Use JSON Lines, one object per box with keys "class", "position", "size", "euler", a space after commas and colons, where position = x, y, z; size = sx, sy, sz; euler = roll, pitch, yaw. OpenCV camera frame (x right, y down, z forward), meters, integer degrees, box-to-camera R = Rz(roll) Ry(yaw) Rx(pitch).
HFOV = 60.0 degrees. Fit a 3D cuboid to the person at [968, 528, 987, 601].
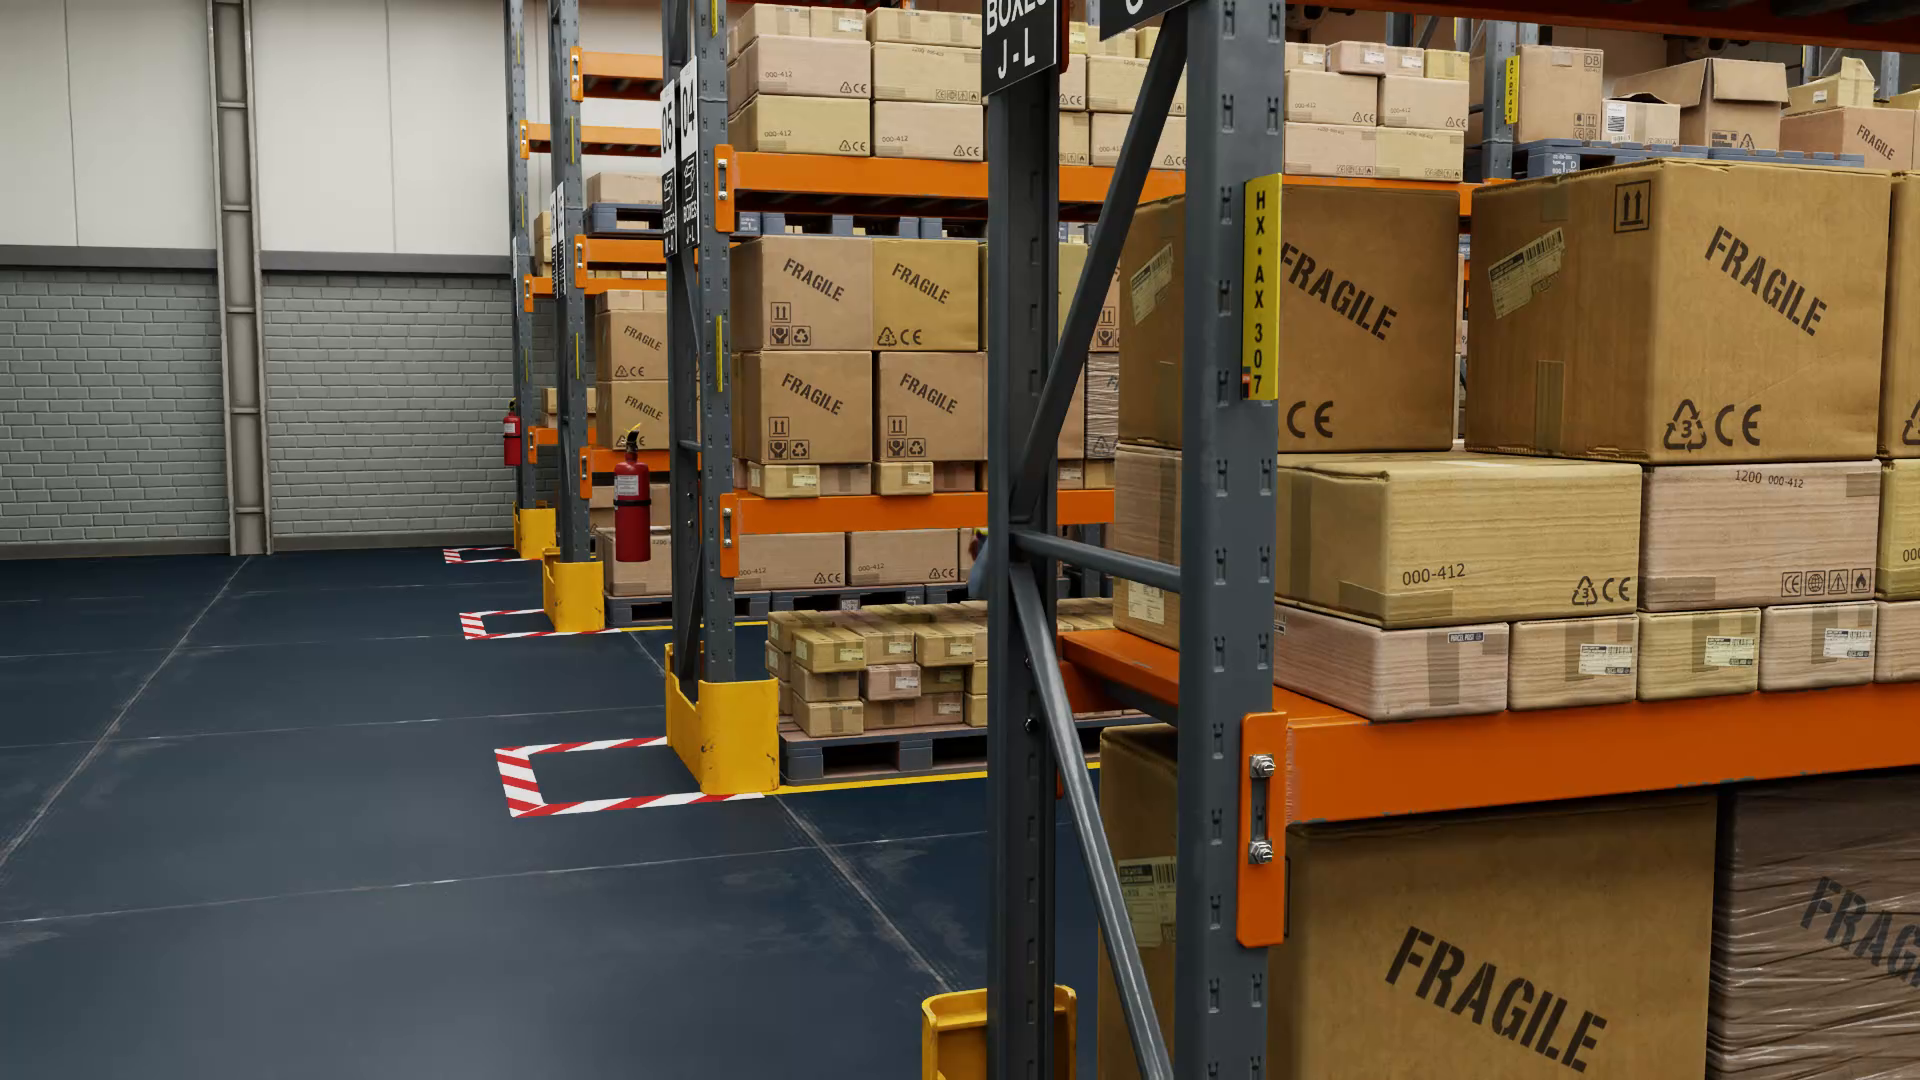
{"class": "person", "position": [0.236, -0.032, 9.851], "size": [0.523, 1.744, 0.609], "euler": [-2, 6, -21]}
